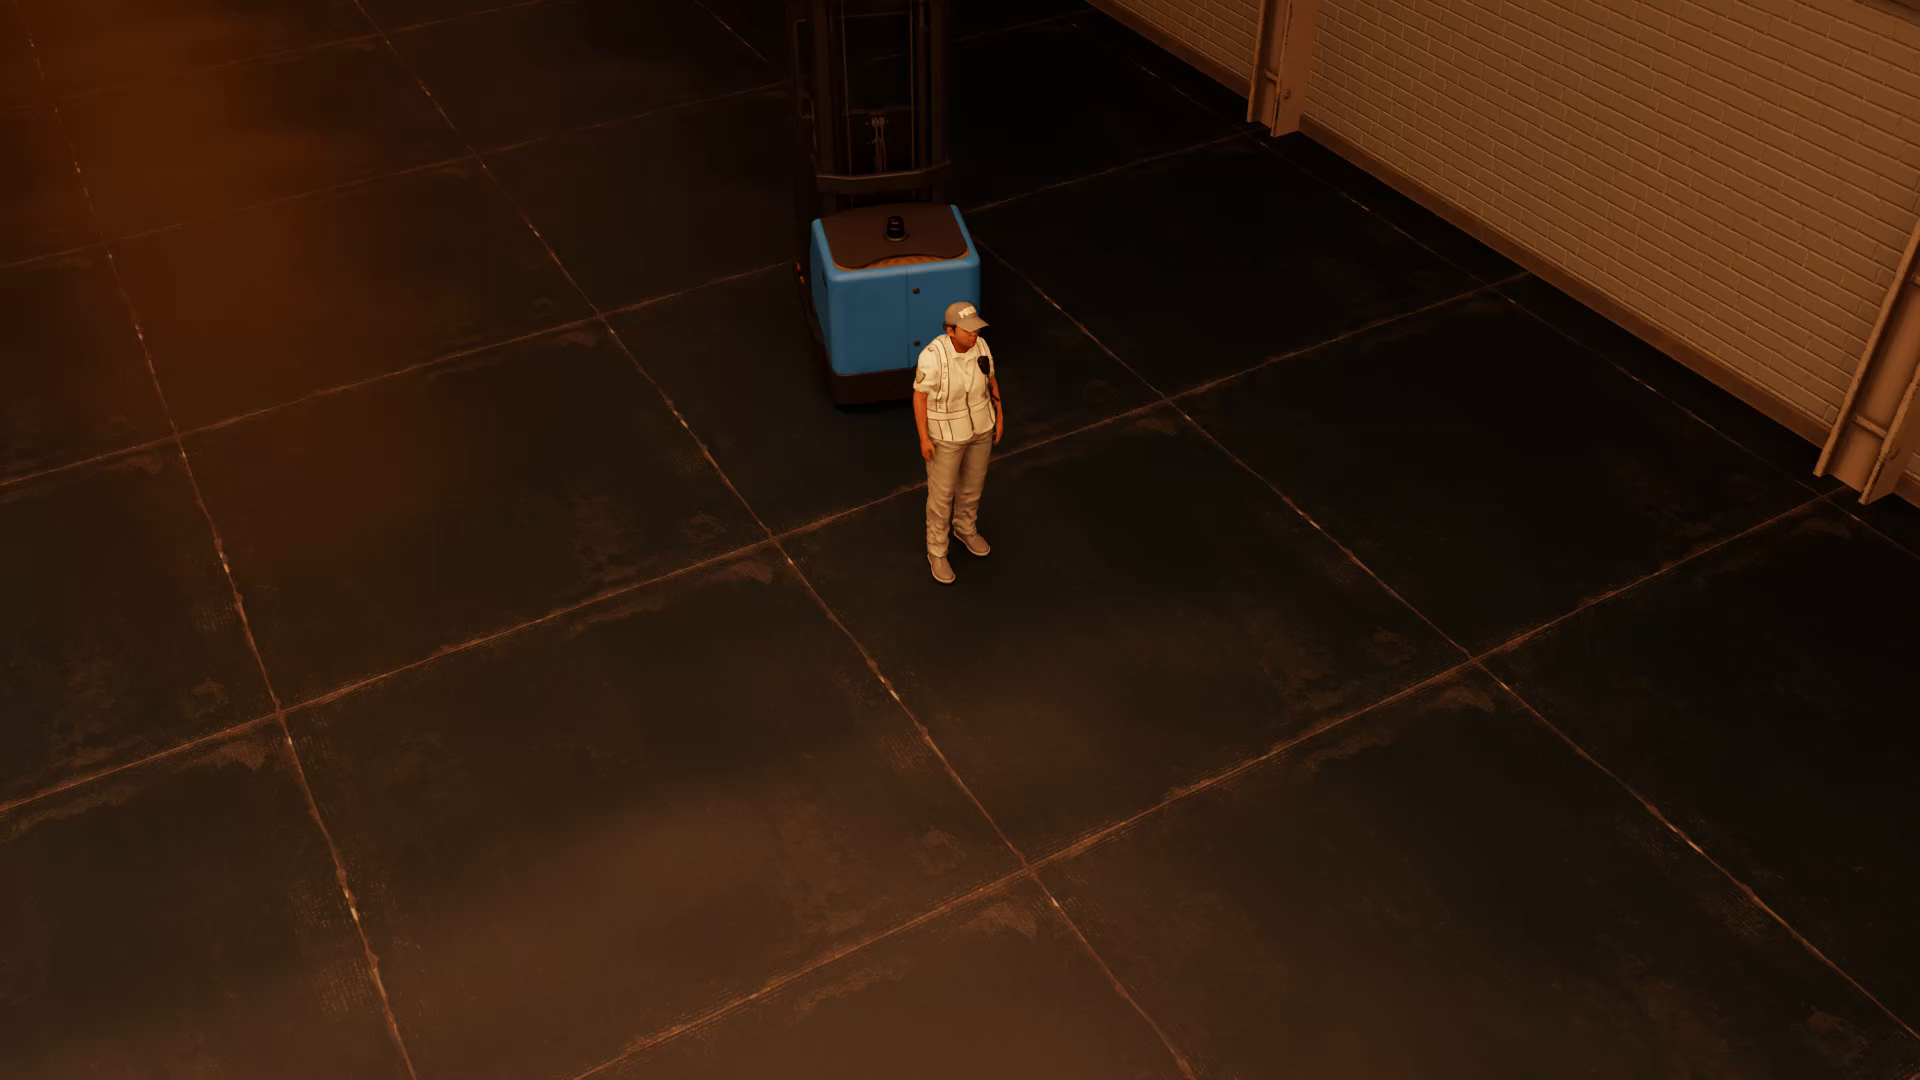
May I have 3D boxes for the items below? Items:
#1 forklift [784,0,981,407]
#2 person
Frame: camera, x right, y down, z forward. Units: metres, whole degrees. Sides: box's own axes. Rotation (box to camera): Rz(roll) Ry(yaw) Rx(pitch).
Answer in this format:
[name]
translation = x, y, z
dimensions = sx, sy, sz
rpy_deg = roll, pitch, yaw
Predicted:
[forklift]
translation = -0.653, -2.977, 11.626
dimensions = 1.130, 2.935, 3.031
rpy_deg = -8, 40, -9
[person]
translation = 0.019, -0.597, 9.736
dimensions = 0.598, 1.670, 0.529
rpy_deg = -20, 44, -23
